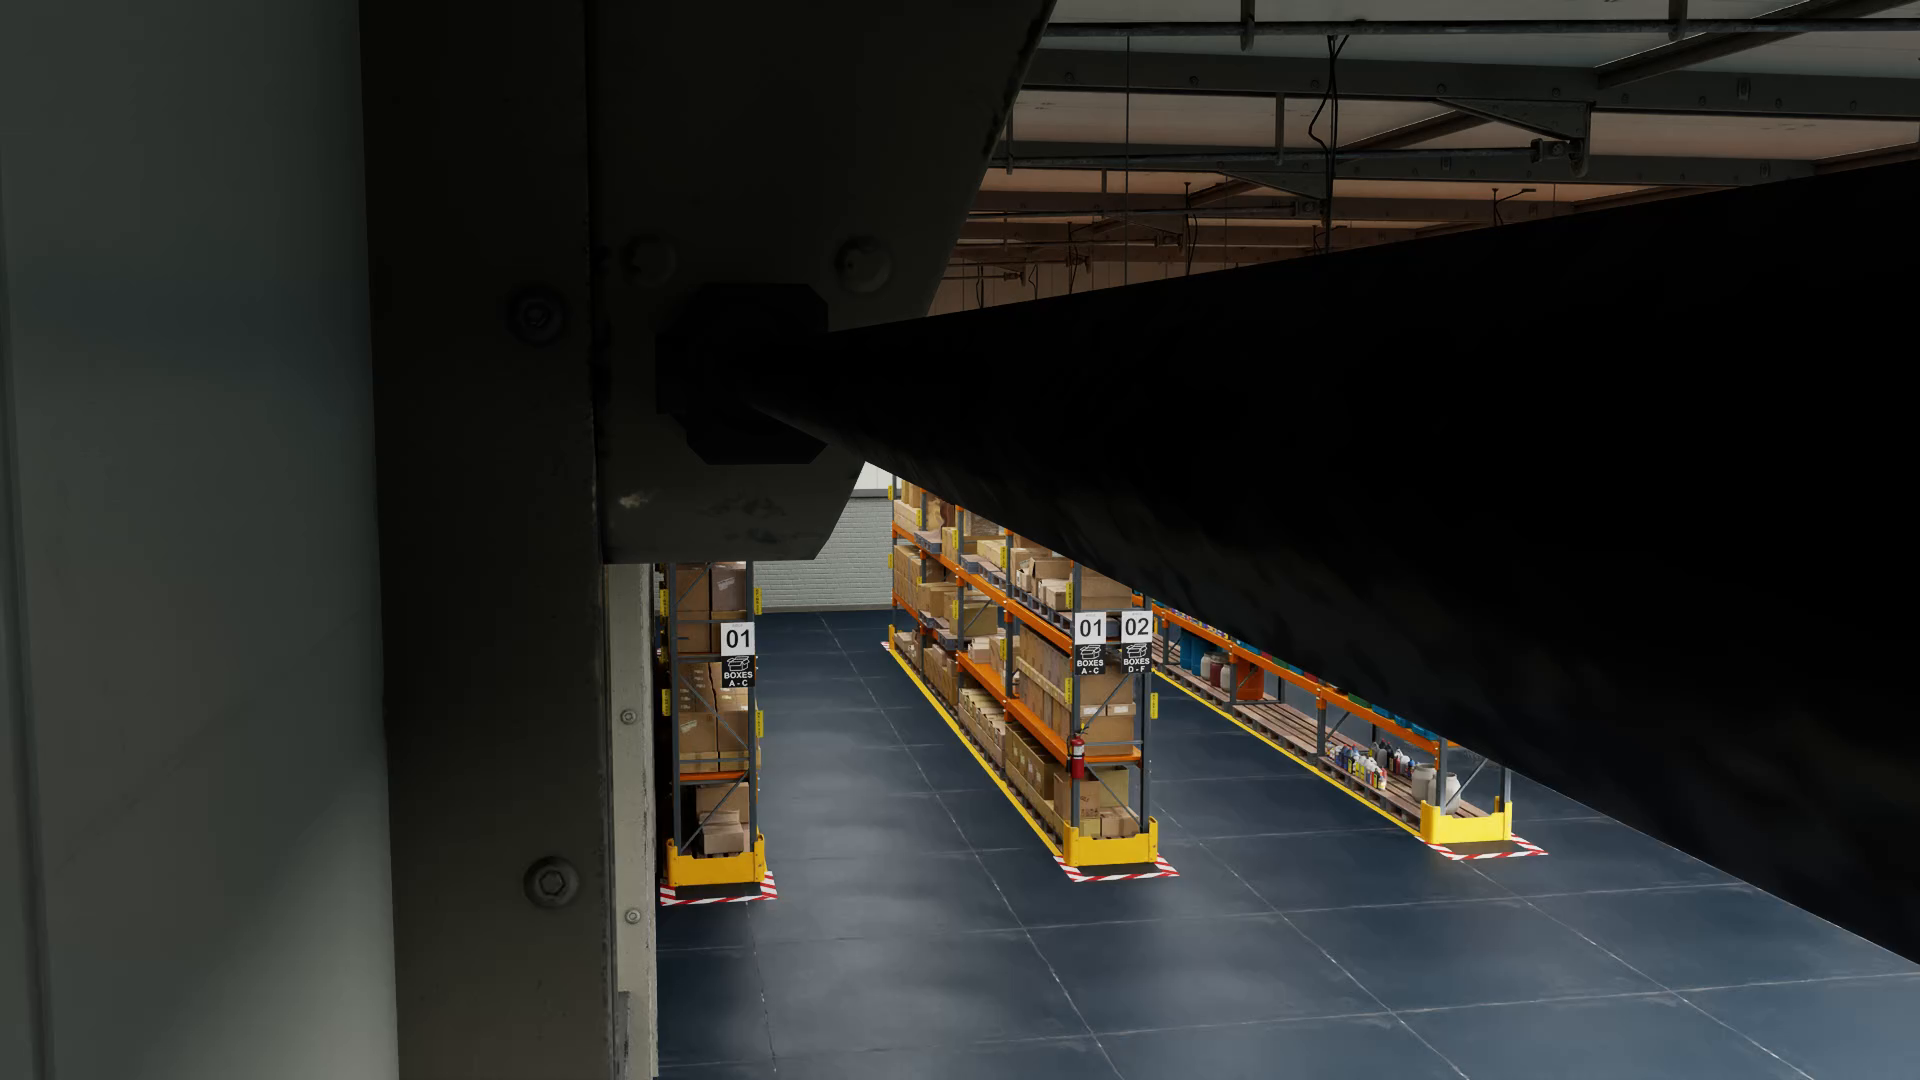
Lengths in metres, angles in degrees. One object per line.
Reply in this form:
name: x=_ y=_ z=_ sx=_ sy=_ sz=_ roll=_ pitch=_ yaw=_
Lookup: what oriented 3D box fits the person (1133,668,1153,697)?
person: x=3.366 y=2.145 z=31.103 sx=0.601 sy=1.644 sz=0.648 roll=-1 pitch=6 yaw=-13
